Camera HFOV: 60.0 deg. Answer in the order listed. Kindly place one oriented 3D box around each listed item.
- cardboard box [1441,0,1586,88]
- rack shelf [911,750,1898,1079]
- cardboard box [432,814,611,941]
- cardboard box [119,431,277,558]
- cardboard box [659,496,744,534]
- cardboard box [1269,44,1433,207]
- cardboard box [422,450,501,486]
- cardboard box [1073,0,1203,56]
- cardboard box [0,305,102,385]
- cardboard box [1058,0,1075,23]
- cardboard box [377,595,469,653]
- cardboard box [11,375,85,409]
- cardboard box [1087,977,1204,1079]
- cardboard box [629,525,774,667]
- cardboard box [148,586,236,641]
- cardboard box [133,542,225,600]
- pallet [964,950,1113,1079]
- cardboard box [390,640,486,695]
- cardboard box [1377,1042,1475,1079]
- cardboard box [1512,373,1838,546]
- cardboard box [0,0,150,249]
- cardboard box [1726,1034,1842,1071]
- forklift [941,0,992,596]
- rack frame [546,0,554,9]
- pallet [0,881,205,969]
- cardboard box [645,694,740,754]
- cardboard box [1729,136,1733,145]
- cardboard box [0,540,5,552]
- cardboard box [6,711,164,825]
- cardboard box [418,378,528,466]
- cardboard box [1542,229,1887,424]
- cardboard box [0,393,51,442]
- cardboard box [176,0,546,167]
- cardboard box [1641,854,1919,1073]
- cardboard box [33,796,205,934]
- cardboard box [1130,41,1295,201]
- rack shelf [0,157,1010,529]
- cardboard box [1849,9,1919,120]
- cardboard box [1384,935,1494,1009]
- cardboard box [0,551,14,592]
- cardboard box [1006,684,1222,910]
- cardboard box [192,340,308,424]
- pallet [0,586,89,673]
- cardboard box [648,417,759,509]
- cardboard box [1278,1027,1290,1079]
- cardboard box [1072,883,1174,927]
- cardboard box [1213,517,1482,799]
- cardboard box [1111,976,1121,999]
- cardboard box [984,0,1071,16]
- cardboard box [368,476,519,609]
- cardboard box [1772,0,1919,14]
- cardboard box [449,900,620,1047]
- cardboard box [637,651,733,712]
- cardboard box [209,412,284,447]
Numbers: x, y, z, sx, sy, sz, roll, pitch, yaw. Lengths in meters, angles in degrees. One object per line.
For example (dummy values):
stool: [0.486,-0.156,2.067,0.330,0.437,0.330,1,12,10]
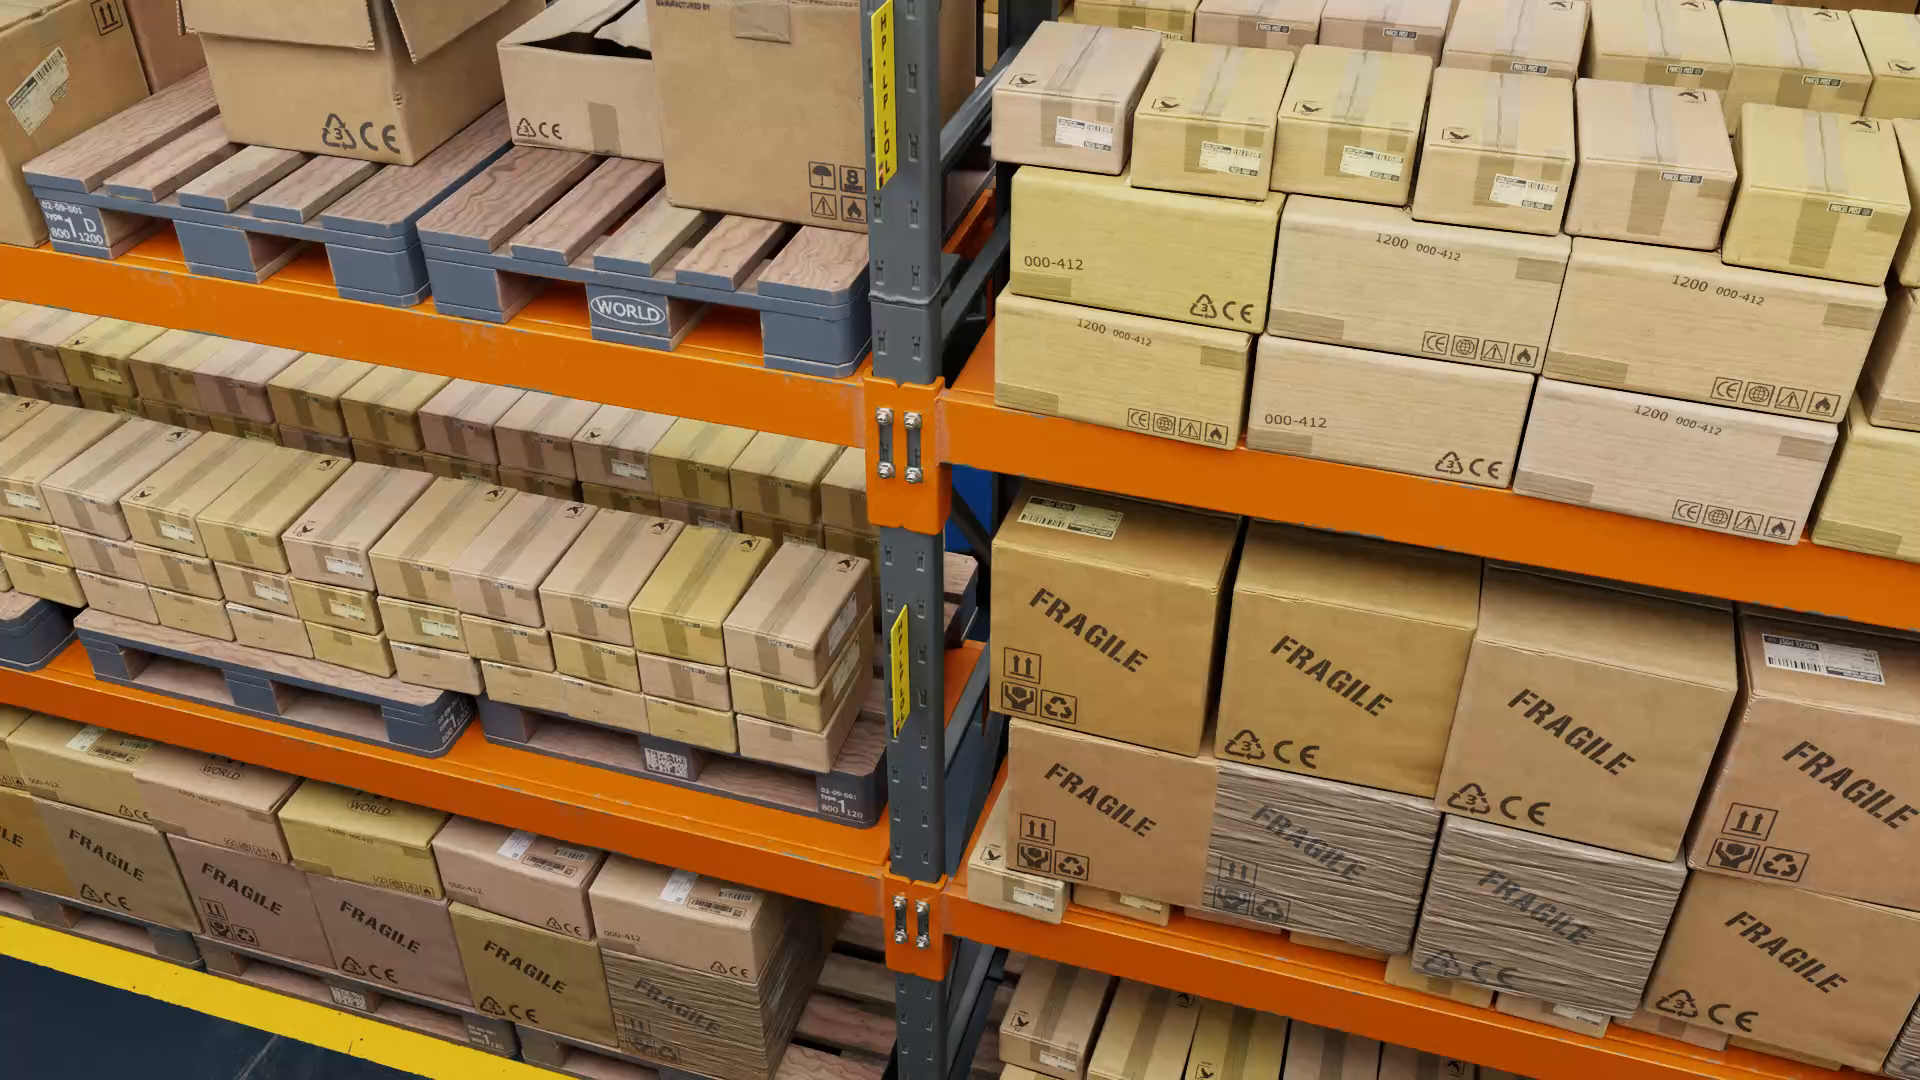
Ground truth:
cardboard box: [1.122,-0.979,3.388,0.250,0.149,0.380,12,38,16]
rack shelf: [1.935,1.100,4.332,4.000,0.370,1.077,10,38,14]
cardboard box: [-1.247,0.905,5.112,0.500,0.250,0.500,12,38,16]
cardboard box: [-2.154,-0.135,4.759,0.250,0.149,0.380,12,38,15]
cardboard box: [-0.708,-0.151,5.032,0.250,0.149,0.380,11,38,15]
cardboard box: [0.737,-0.785,3.125,0.250,0.149,0.380,10,38,13]
cardboard box: [-1.467,-0.290,5.221,0.250,0.149,0.380,10,37,13]
cardboard box: [0.406,-1.153,3.624,0.250,0.149,0.380,9,37,12]
cardboard box: [-2.949,-0.685,5.506,0.250,0.149,0.380,10,38,13]
cardboard box: [0.603,-2.392,8.385,0.500,0.500,0.500,12,38,15]
cardboard box: [-1.411,0.126,4.655,0.250,0.149,0.380,9,37,12]
cardboard box: [-2.930,-0.562,5.590,0.250,0.149,0.380,12,38,16]
cardboard box: [0.538,1.456,4.790,0.250,0.149,0.380,12,38,16]
cardboard box: [-0.673,0.141,4.383,0.250,0.149,0.380,9,37,13]
cardboard box: [-2.159,0.108,4.930,0.250,0.149,0.380,11,38,15]
cardboard box: [-2.161,-0.012,4.843,0.250,0.149,0.380,10,38,13]
pallet: [0.677,1.678,5.292,1.213,0.211,1.003,10,38,14]
cardboard box: [-1.404,0.249,4.739,0.250,0.149,0.380,9,37,12]
cardboard box: [1.268,1.597,4.598,0.250,0.149,0.380,11,38,15]
cardboard box: [1.361,-0.274,3.187,0.500,0.250,0.500,12,38,16]
cardboard box: [-2.369,-1.078,4.069,0.500,0.500,0.500,10,38,14]
cardboard box: [1.987,1.052,4.002,0.250,0.149,0.380,11,38,15]
forklift: [-0.677,-1.130,6.813,3.031,2.935,1.130,-6,37,-7]
rack frame: [-2.217,-3.039,9.349,0.127,3.000,1.000,10,38,14]
pallet: [-3.047,1.011,6.198,1.213,0.211,1.003,10,38,14]
cardboard box: [-0.661,0.385,4.554,0.250,0.149,0.380,11,38,14]
cardboard box: [1.534,-0.767,3.436,0.500,0.250,0.500,12,38,16]
cardboard box: [-2.876,-0.147,5.026,0.250,0.149,0.380,9,37,12]
cardboard box: [-2.722,0.633,5.481,0.500,0.250,0.500,10,38,13]
cardboard box: [-1.448,-0.409,5.131,0.250,0.149,0.380,12,38,16]
cardboard box: [1.364,-0.484,3.052,0.500,0.250,0.500,11,38,15]
cardboard box: [-2.919,-0.275,4.949,0.250,0.149,0.380,10,38,14]
cardboard box: [-1.410,-1.310,4.027,0.637,0.503,0.797,10,38,13]
cardboard box: [1.888,0.797,3.801,0.500,0.500,0.500,12,38,16]
cardboard box: [-2.712,0.943,5.692,0.500,0.500,0.500,11,38,14]
cardboard box: [0.481,-0.798,3.141,0.250,0.149,0.380,9,37,12]
rack shelf: [-1.883,-0.815,4.404,4.000,0.370,1.077,10,38,14]
cardboard box: [1.896,-0.905,3.287,0.250,0.149,0.380,10,37,13]
cardboard box: [1.216,0.947,4.145,0.250,0.149,0.380,11,38,15]
cardboard box: [-2.912,-0.030,5.118,0.250,0.149,0.380,12,38,16]
cardboard box: [0.423,0.527,4.169,0.500,0.500,0.500,10,37,13]
cardboard box: [-2.215,-0.548,5.320,0.250,0.149,0.380,11,38,14]
pallet: [-3.080,-0.108,5.528,1.003,0.211,1.213,10,38,14]
cardboard box: [-0.725,-0.274,4.947,0.250,0.149,0.380,11,38,14]
cardboard box: [1.045,1.627,4.809,0.250,0.149,0.380,9,37,12]
cardboard box: [0.467,0.796,4.349,0.250,0.149,0.380,12,38,15]
cardboard box: [0.883,0.194,3.777,0.500,0.500,0.500,9,37,13]
cardboard box: [0.501,1.312,5.488,0.250,0.149,0.380,11,38,14]
cardboard box: [0.337,-3.012,8.382,0.637,0.503,0.797,11,38,14]
cardboard box: [-1.403,0.003,4.571,0.250,0.149,0.380,9,37,12]
cardboard box: [4.068,-2.401,7.724,0.500,0.500,0.500,10,37,13]
cardboard box: [-1.246,1.215,5.323,0.500,0.500,0.500,10,37,13]
cardboard box: [-0.665,0.264,4.467,0.250,0.149,0.380,11,38,14]
cardboard box: [-2.202,-0.428,5.407,0.250,0.149,0.380,10,38,14]
